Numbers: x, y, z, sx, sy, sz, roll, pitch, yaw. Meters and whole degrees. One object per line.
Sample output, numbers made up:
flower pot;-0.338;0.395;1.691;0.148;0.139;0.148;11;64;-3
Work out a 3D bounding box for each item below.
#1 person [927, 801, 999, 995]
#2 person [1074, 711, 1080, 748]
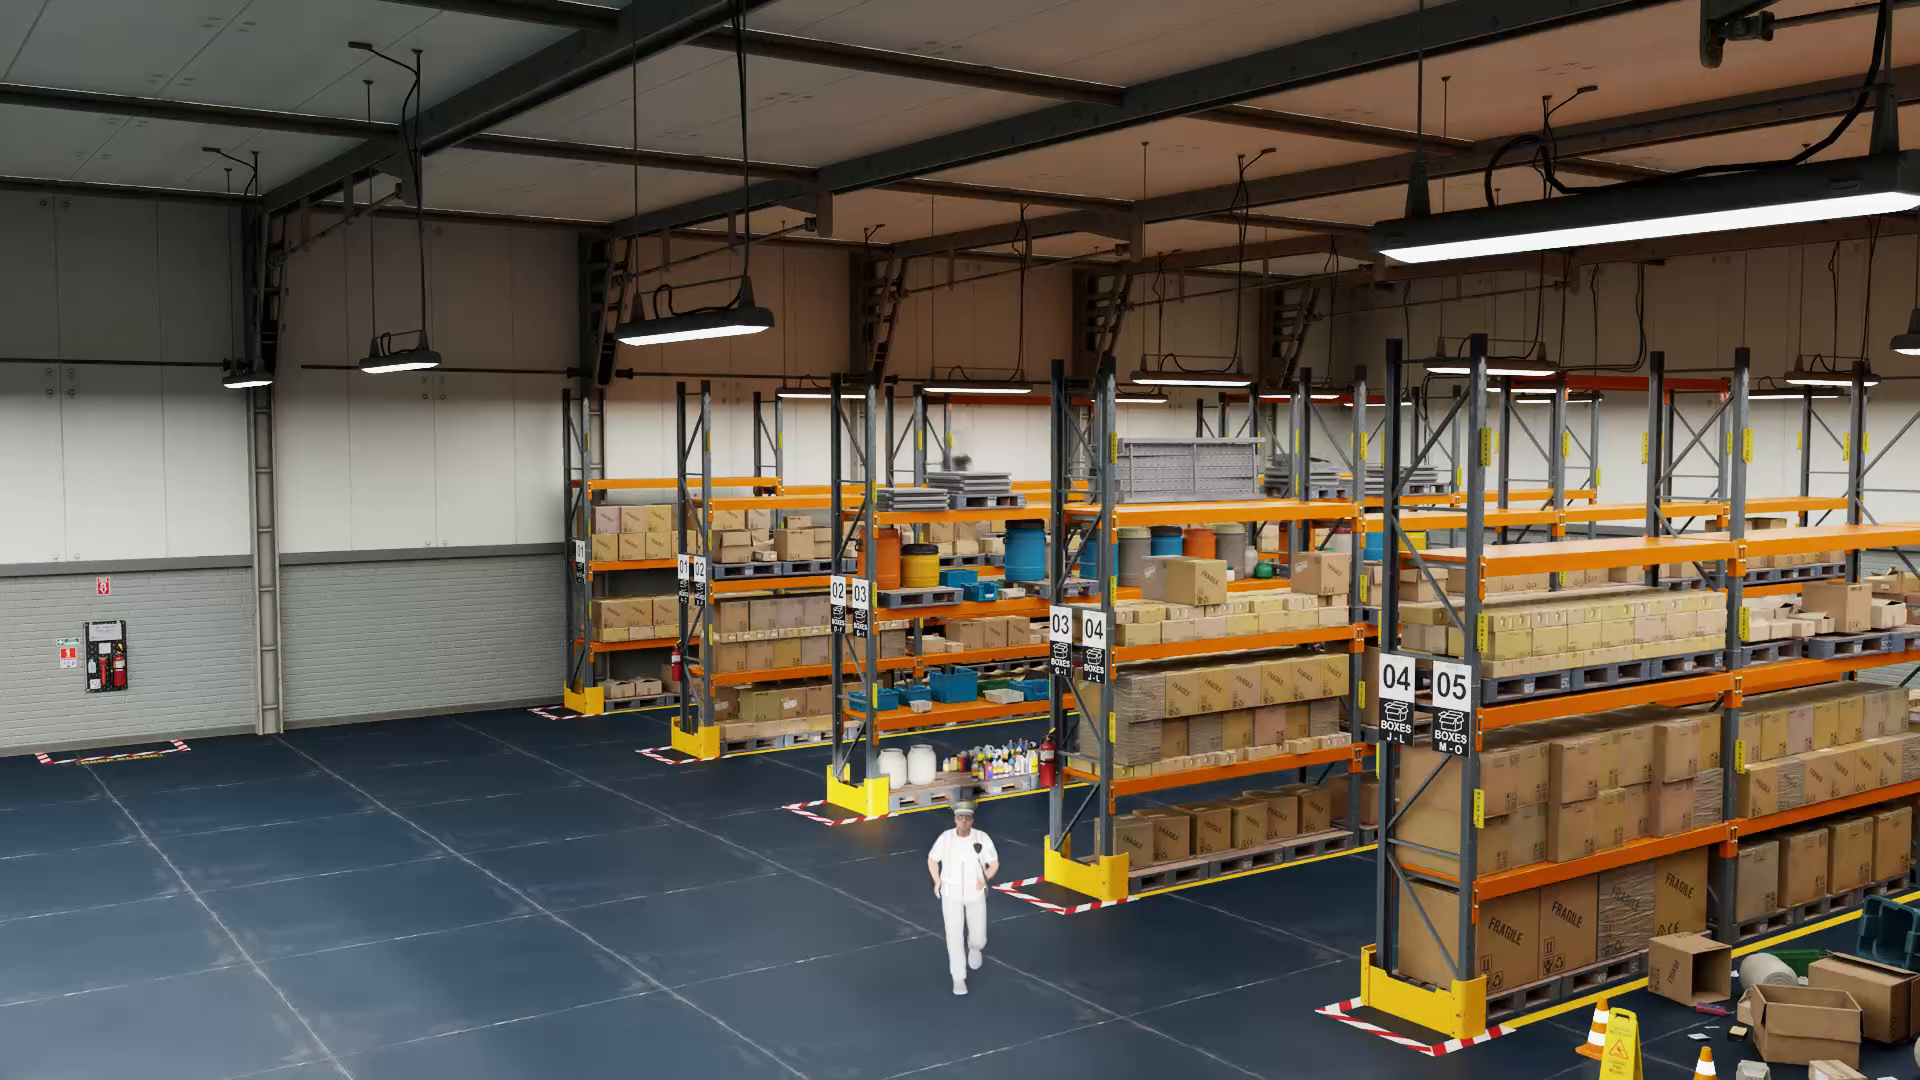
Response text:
person;0.028;3.294;15.537;0.670;1.739;0.741;0;4;0
person;2.258;2.534;27.511;0.808;1.788;0.640;-3;5;-39
